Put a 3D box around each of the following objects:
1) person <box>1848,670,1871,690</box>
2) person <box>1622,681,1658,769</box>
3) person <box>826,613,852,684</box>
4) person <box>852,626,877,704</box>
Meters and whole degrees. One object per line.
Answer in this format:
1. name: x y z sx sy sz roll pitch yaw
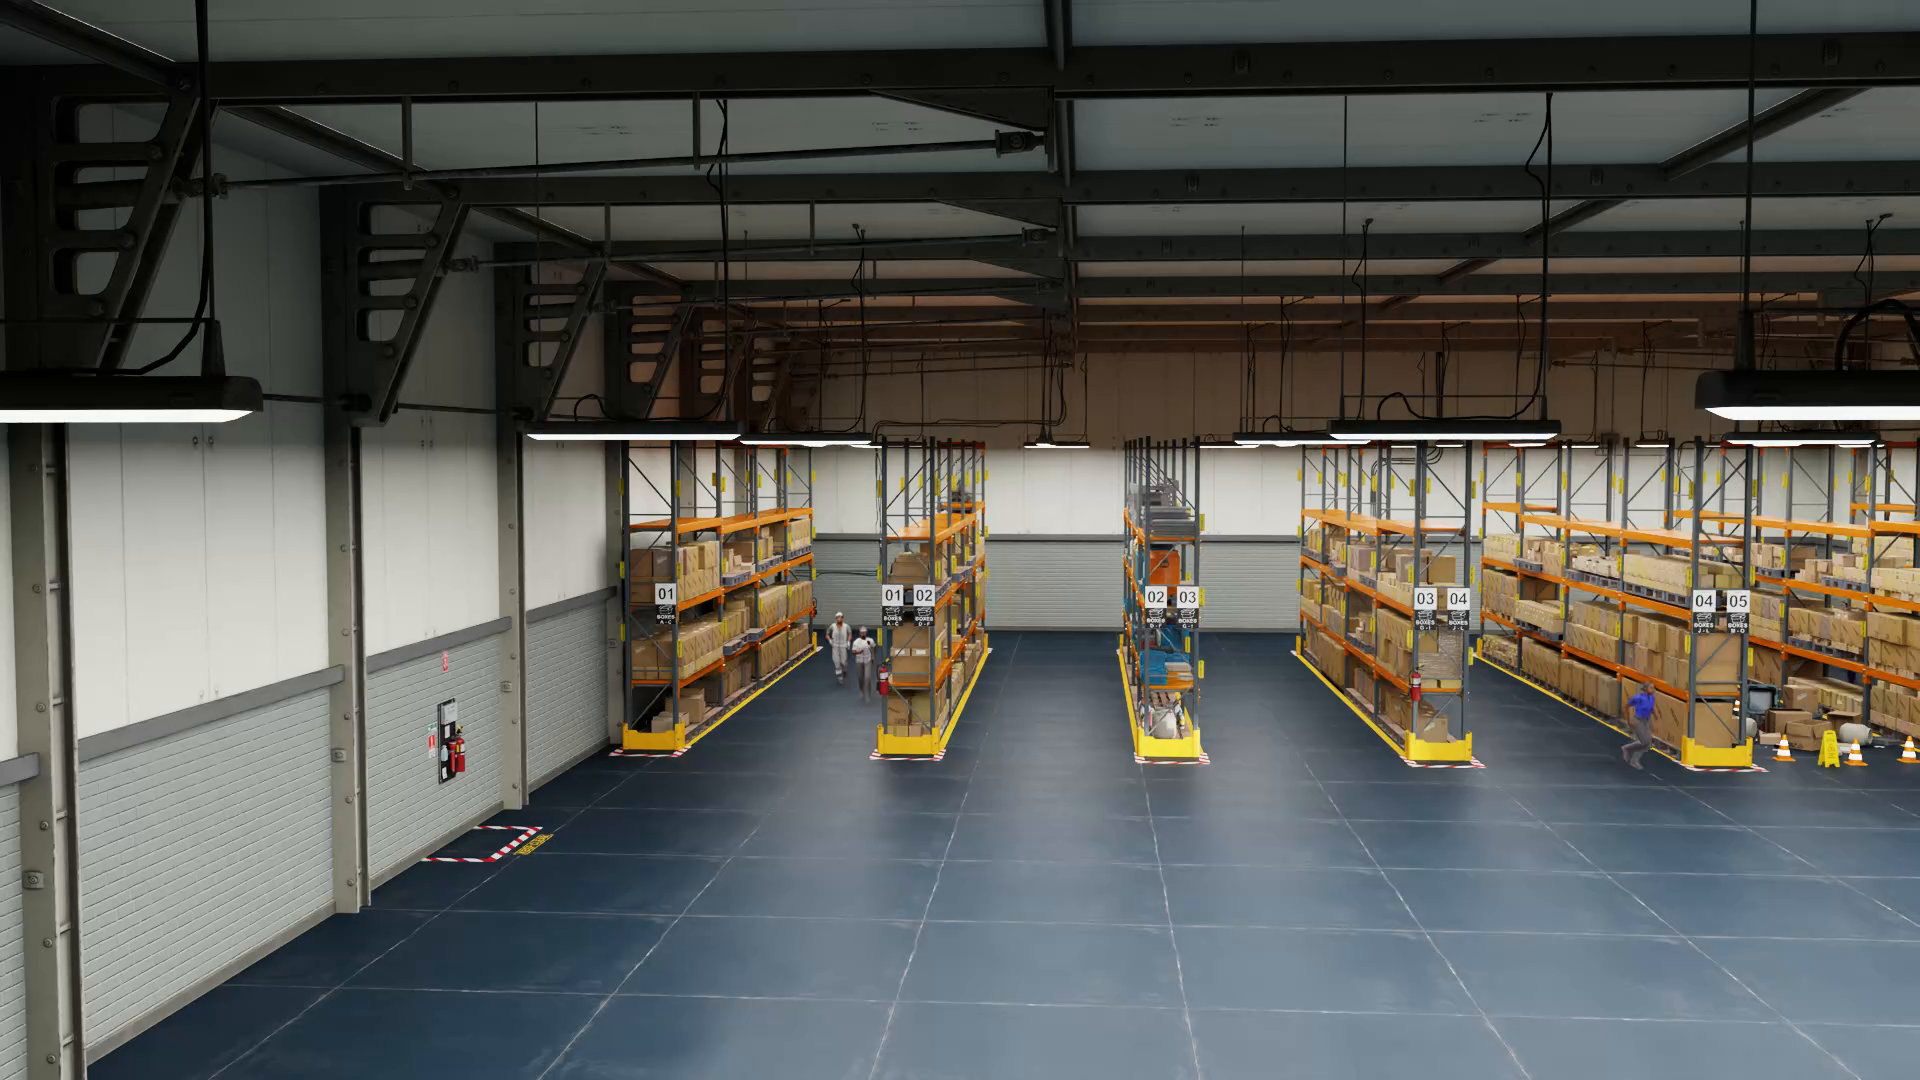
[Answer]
1. person: 21.183 2.822 39.169 0.614 1.725 0.733 0 3 4
2. person: 12.309 3.376 30.043 0.562 1.494 0.608 -2 4 -32
3. person: -2.989 2.660 41.004 0.643 1.752 0.636 0 3 -6
4. person: -2.190 2.835 38.029 0.545 1.737 0.808 0 3 2
